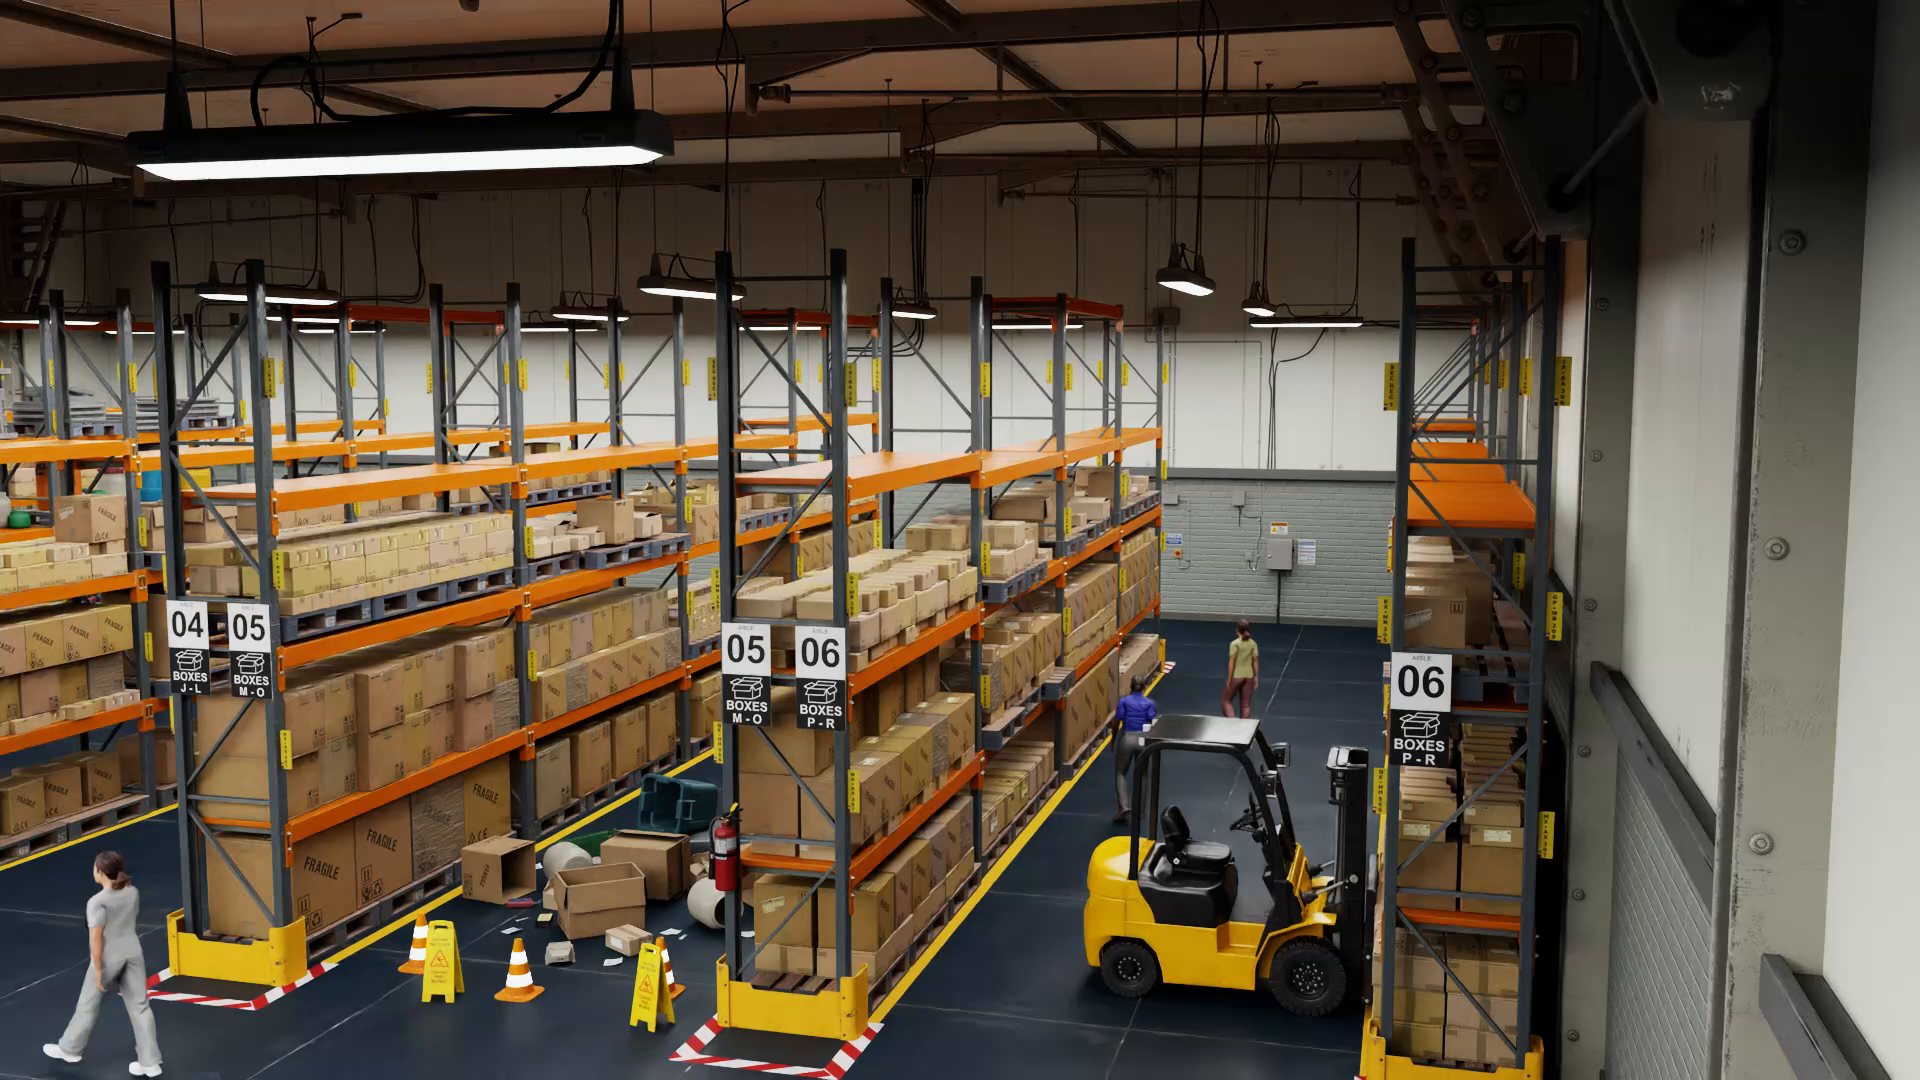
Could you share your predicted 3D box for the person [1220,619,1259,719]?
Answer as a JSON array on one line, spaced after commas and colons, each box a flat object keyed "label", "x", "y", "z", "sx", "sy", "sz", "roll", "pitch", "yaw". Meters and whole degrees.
[{"label": "person", "x": 3.858, "y": 1.927, "z": 22.849, "sx": 0.491, "sy": 1.681, "sz": 0.399, "roll": -2, "pitch": 6, "yaw": -16}]

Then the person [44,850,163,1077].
[{"label": "person", "x": -6.222, "y": 3.055, "z": 12.129, "sx": 0.999, "sy": 1.620, "sz": 0.469, "roll": 4, "pitch": 7, "yaw": 30}]

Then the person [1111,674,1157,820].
[{"label": "person", "x": 1.994, "y": 2.367, "z": 18.912, "sx": 0.516, "sy": 1.644, "sz": 0.578, "roll": 0, "pitch": 6, "yaw": 0}]
